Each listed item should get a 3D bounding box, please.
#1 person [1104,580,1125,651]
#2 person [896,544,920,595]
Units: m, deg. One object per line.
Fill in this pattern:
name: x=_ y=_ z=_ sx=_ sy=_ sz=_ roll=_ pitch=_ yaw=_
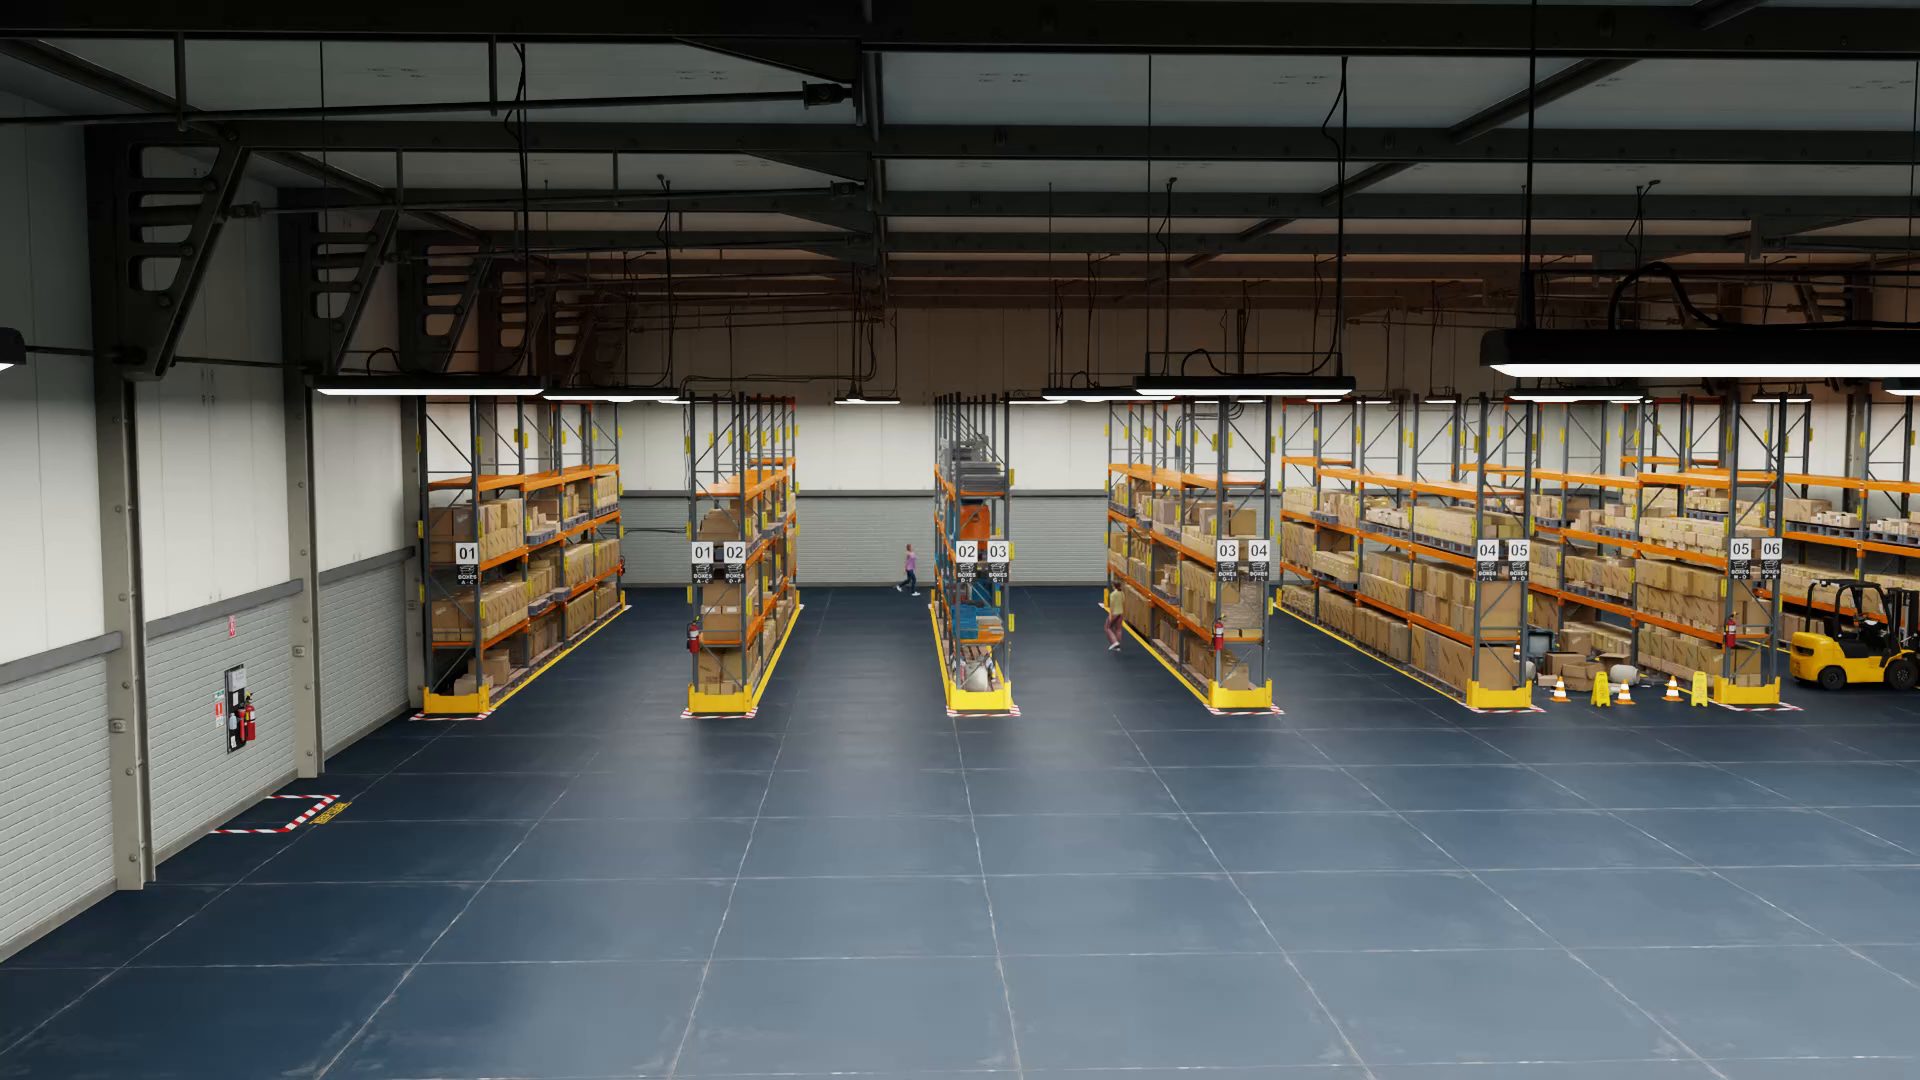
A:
person: x=3.672 y=1.770 z=38.948 sx=0.497 sy=1.670 sz=0.465 roll=-3 pitch=6 yaw=-35
person: x=-1.567 y=0.887 z=50.434 sx=0.792 sy=1.562 sz=0.405 roll=1 pitch=5 yaw=15
